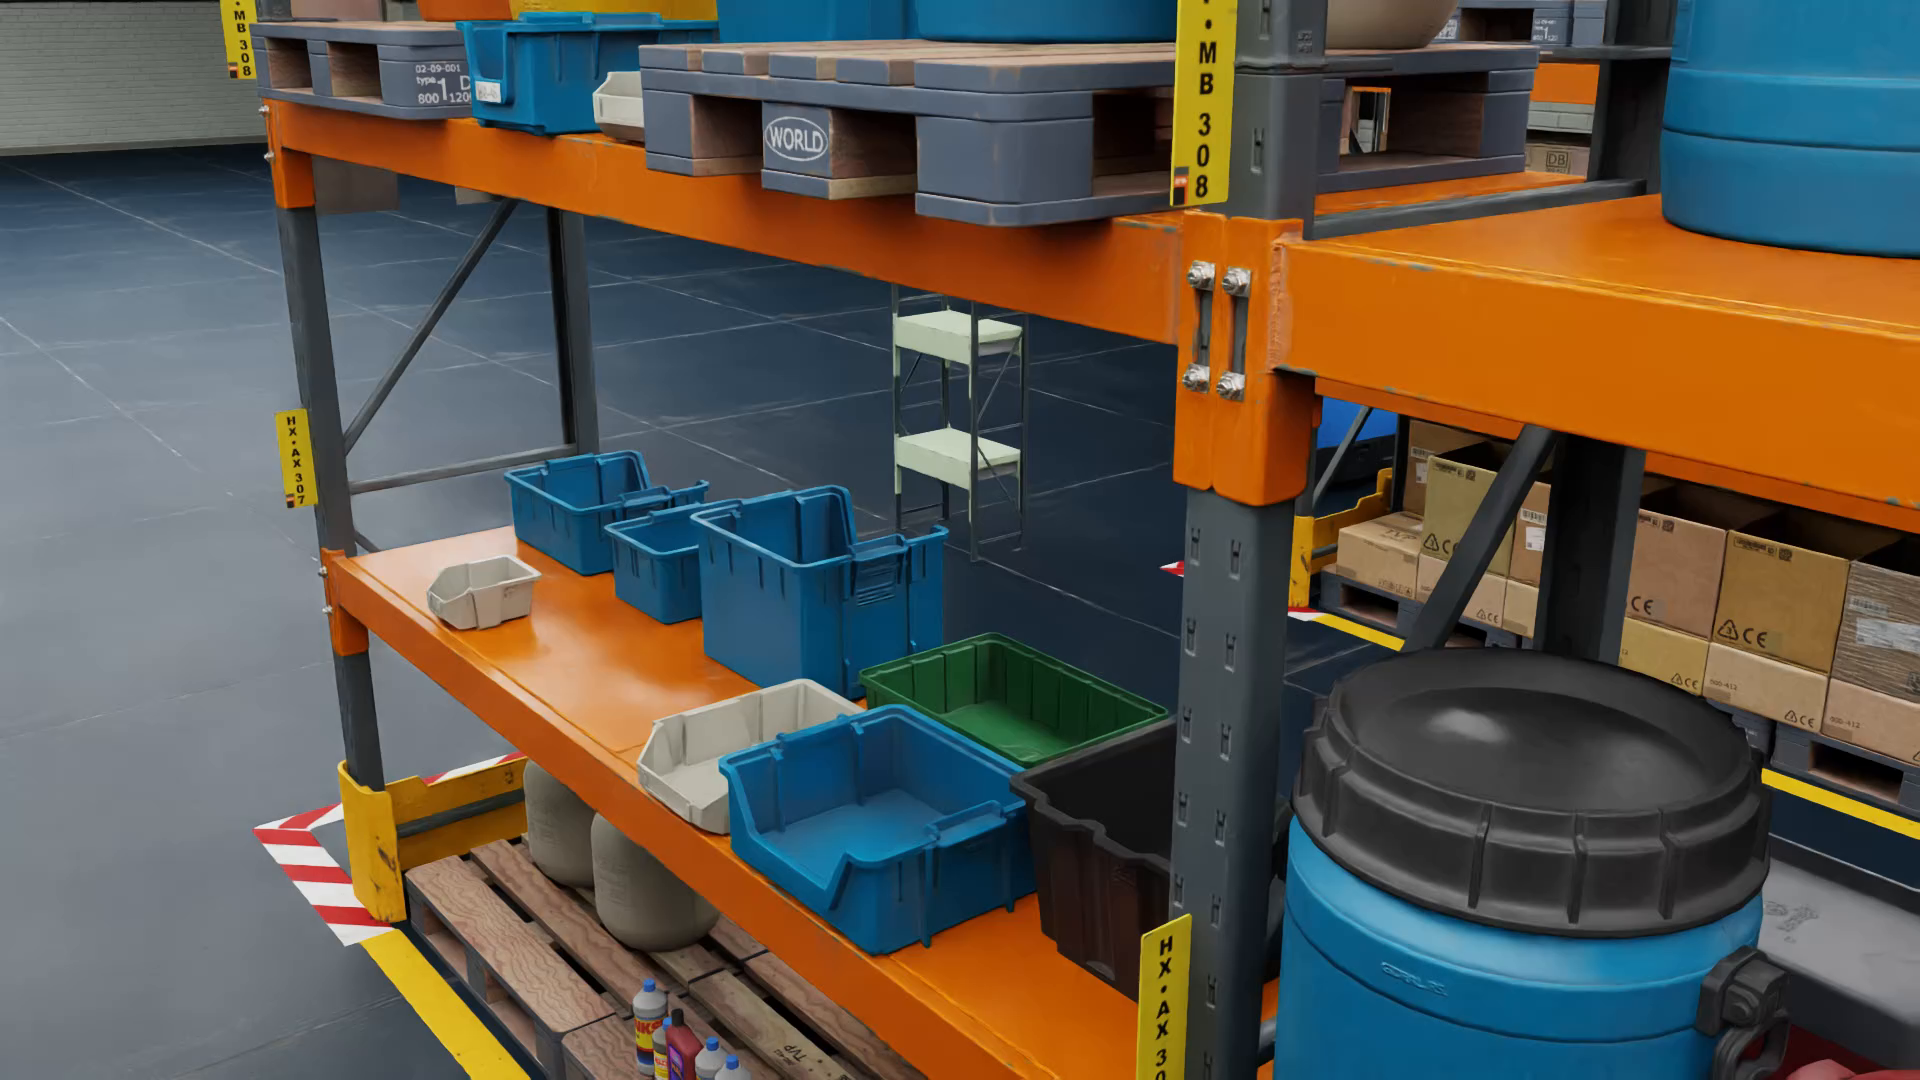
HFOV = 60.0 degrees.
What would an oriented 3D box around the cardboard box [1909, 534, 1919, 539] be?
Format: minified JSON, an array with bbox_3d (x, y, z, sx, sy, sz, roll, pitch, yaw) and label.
[{"bbox_3d":[4.267,0.231,6.906,0.500,0.500,0.500,-14,23,-36],"label":"cardboard box"}]

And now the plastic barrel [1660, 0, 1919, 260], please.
[{"bbox_3d":[1.227,-0.835,2.043,0.600,0.901,0.708,-14,23,-36],"label":"plastic barrel"}]

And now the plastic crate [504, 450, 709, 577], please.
[{"bbox_3d":[-1.197,-0.106,5.648,0.499,0.251,0.616,-14,23,-36],"label":"plastic crate"}]

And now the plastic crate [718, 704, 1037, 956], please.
[{"bbox_3d":[-0.159,0.595,3.531,0.499,0.251,0.616,-14,23,-36],"label":"plastic crate"}]

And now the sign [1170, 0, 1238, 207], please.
[{"bbox_3d":[0.303,-0.580,2.055,0.100,0.325,0.005,-14,23,-36],"label":"sign"}]

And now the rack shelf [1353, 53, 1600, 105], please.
[{"bbox_3d":[3.384,-1.797,6.891,1.077,0.370,4.000,-14,23,-36],"label":"rack shelf"}]

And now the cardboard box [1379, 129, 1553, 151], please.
[{"bbox_3d":[2.455,-1.740,8.124,0.700,0.500,0.500,-14,23,-36],"label":"cardboard box"}]

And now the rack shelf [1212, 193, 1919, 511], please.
[{"bbox_3d":[1.983,0.154,0.997,1.077,0.370,4.000,-14,23,-36],"label":"rack shelf"}]

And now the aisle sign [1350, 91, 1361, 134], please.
[{"bbox_3d":[1.862,-2.398,8.197,0.394,0.787,0.004,-14,23,-36],"label":"aisle sign"}]

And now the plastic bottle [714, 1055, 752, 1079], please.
[{"bbox_3d":[-0.586,1.461,4.318,0.097,0.271,0.097,0,18,0],"label":"plastic bottle"}]

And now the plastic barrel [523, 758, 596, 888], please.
[{"bbox_3d":[-1.274,0.887,5.701,0.421,0.512,0.421,0,18,0],"label":"plastic barrel"}]

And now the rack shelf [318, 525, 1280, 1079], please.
[{"bbox_3d":[-0.501,0.593,4.446,1.077,0.370,4.000,-14,23,-36],"label":"rack shelf"}]

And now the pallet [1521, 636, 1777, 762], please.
[{"bbox_3d":[3.404,0.597,7.724,1.003,0.211,1.213,-14,23,-36],"label":"pallet"}]

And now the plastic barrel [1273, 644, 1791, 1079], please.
[{"bbox_3d":[0.743,0.660,2.299,0.600,0.901,0.708,-14,23,-36],"label":"plastic barrel"}]

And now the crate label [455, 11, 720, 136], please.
[{"bbox_3d":[-0.839,-1.069,3.785,0.502,0.251,0.408,-14,23,-36],"label":"crate label"}]

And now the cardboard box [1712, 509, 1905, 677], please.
[{"bbox_3d":[3.552,0.208,6.974,0.500,0.500,0.500,-14,23,-36],"label":"cardboard box"}]

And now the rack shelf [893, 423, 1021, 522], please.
[{"bbox_3d":[-0.004,-0.404,9.734,0.431,0.370,0.720,-14,23,-36],"label":"rack shelf"}]

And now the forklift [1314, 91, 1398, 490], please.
[{"bbox_3d":[3.024,-2.023,11.309,3.031,2.935,1.130,-12,22,-32],"label":"forklift"}]

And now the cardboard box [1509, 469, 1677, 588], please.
[{"bbox_3d":[2.934,-0.039,7.720,0.500,0.500,0.500,-14,23,-36],"label":"cardboard box"}]

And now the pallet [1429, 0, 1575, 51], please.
[{"bbox_3d":[2.561,-2.410,7.739,1.003,0.211,1.213,-14,23,-36],"label":"pallet"}]

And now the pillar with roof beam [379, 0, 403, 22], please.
[{"bbox_3d":[-14.865,-11.572,30.494,9.100,9.000,0.400,-14,23,-36],"label":"pillar with roof beam"}]

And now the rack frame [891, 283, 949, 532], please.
[{"bbox_3d":[-0.231,-0.804,9.904,0.400,1.500,0.023,-14,23,-36],"label":"rack frame"}]

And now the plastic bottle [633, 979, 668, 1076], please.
[{"bbox_3d":[-0.861,1.352,4.648,0.097,0.271,0.097,0,18,0],"label":"plastic bottle"}]

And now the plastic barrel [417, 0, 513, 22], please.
[{"bbox_3d":[-1.341,-1.974,4.929,0.600,0.830,0.708,-14,23,-36],"label":"plastic barrel"}]

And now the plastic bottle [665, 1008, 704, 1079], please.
[{"bbox_3d":[-0.735,1.406,4.467,0.061,0.283,0.133,-14,23,-35],"label":"plastic bottle"}]

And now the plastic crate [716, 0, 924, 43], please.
[{"bbox_3d":[-0.323,-1.247,4.110,0.392,0.384,0.575,-14,23,-36],"label":"plastic crate"}]

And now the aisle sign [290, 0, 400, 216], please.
[{"bbox_3d":[-2.017,-1.436,5.293,0.394,0.787,0.004,-14,23,-36],"label":"aisle sign"}]

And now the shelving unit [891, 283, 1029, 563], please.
[{"bbox_3d":[-0.004,-0.714,9.632,0.431,1.500,0.755,-14,23,-36],"label":"shelving unit"}]

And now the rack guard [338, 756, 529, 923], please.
[{"bbox_3d":[-1.658,0.954,6.185,1.175,0.500,0.348,-14,23,-36],"label":"rack guard"}]

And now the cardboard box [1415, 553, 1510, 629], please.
[{"bbox_3d":[2.615,0.196,8.204,0.500,0.250,0.500,-14,23,-36],"label":"cardboard box"}]

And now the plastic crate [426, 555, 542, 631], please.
[{"bbox_3d":[-1.439,0.167,5.007,0.298,0.136,0.250,-14,23,-36],"label":"plastic crate"}]

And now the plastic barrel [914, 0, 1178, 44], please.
[{"bbox_3d":[0.207,-1.384,3.032,0.600,0.901,0.708,-14,23,-36],"label":"plastic barrel"}]

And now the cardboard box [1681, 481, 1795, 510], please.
[{"bbox_3d":[3.651,-0.017,7.654,0.500,0.500,0.500,-14,23,-36],"label":"cardboard box"}]

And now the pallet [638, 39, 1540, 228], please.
[{"bbox_3d":[0.216,-0.749,2.882,1.213,0.211,1.003,-14,23,-36],"label":"pallet"}]

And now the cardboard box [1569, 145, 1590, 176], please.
[{"bbox_3d":[3.100,-1.488,7.361,0.700,0.500,0.500,-14,23,-36],"label":"cardboard box"}]

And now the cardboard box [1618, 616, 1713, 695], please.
[{"bbox_3d":[3.231,0.444,7.456,0.500,0.250,0.500,-14,23,-36],"label":"cardboard box"}]

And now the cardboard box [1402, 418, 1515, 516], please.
[{"bbox_3d":[2.709,-0.384,8.762,0.500,0.500,0.500,-14,23,-36],"label":"cardboard box"}]

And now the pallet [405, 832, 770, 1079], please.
[{"bbox_3d":[-1.158,1.293,5.623,1.003,0.211,1.213,-14,23,-36],"label":"pallet"}]

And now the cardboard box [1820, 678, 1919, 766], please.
[{"bbox_3d":[3.864,0.687,6.721,0.500,0.250,0.500,-14,23,-36],"label":"cardboard box"}]

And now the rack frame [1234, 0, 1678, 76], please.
[{"bbox_3d":[0.741,-2.104,1.901,1.000,3.000,0.127,-14,23,-36],"label":"rack frame"}]

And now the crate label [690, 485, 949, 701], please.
[{"bbox_3d":[-0.388,0.142,4.605,0.502,0.435,0.616,-14,23,-36],"label":"crate label"}]

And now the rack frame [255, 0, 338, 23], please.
[{"bbox_3d":[-1.743,-3.090,4.878,1.000,3.000,0.127,-14,23,-36],"label":"rack frame"}]

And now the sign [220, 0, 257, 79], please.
[{"bbox_3d":[-2.176,-1.564,5.027,0.100,0.325,0.005,-14,23,-36],"label":"sign"}]
